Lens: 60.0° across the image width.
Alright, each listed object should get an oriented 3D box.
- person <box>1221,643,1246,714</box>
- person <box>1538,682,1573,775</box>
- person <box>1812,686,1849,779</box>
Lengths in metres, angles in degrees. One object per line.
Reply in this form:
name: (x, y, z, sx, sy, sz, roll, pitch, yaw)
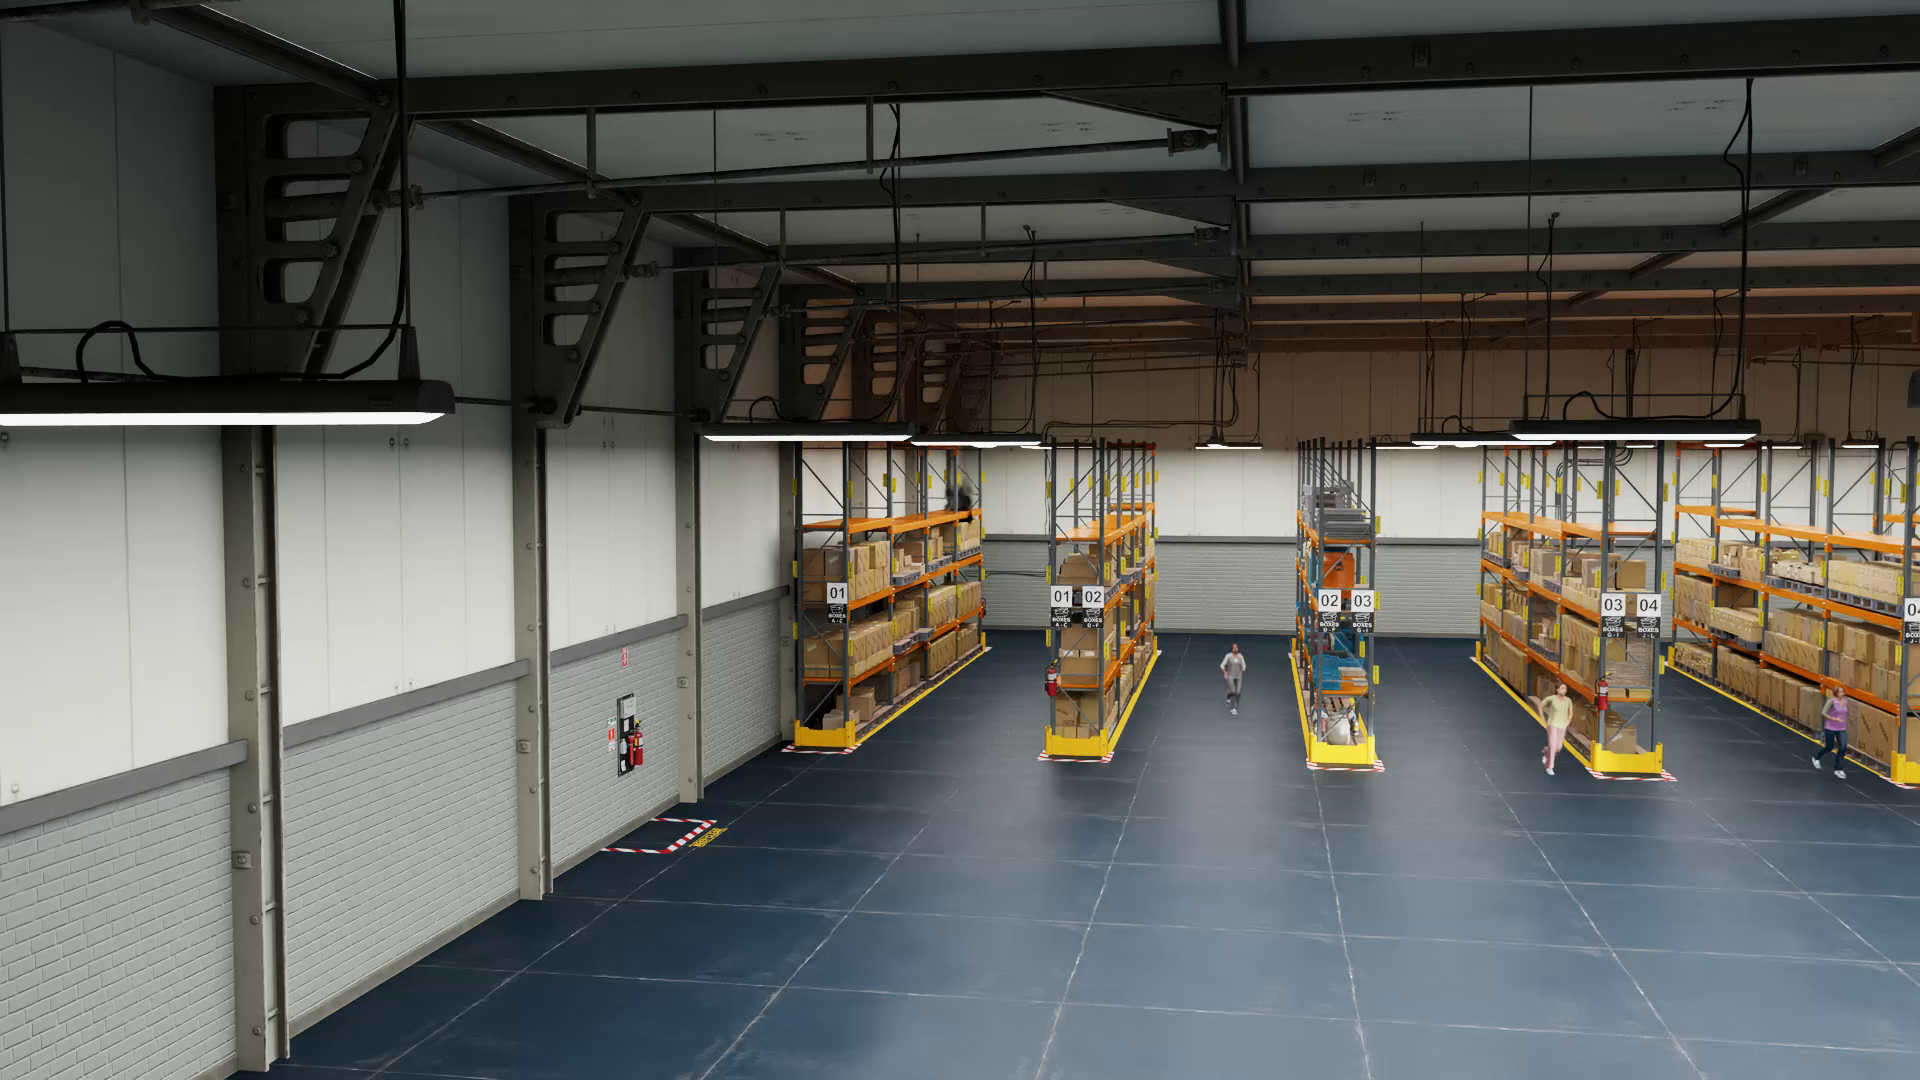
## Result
person: (5.999, 3.037, 36.364, 0.536, 1.536, 0.544, 0, 3, -5)
person: (10.688, 3.348, 29.813, 0.615, 1.636, 0.713, 0, 3, 0)
person: (15.496, 3.371, 29.471, 0.548, 1.605, 0.766, 0, 3, -7)
